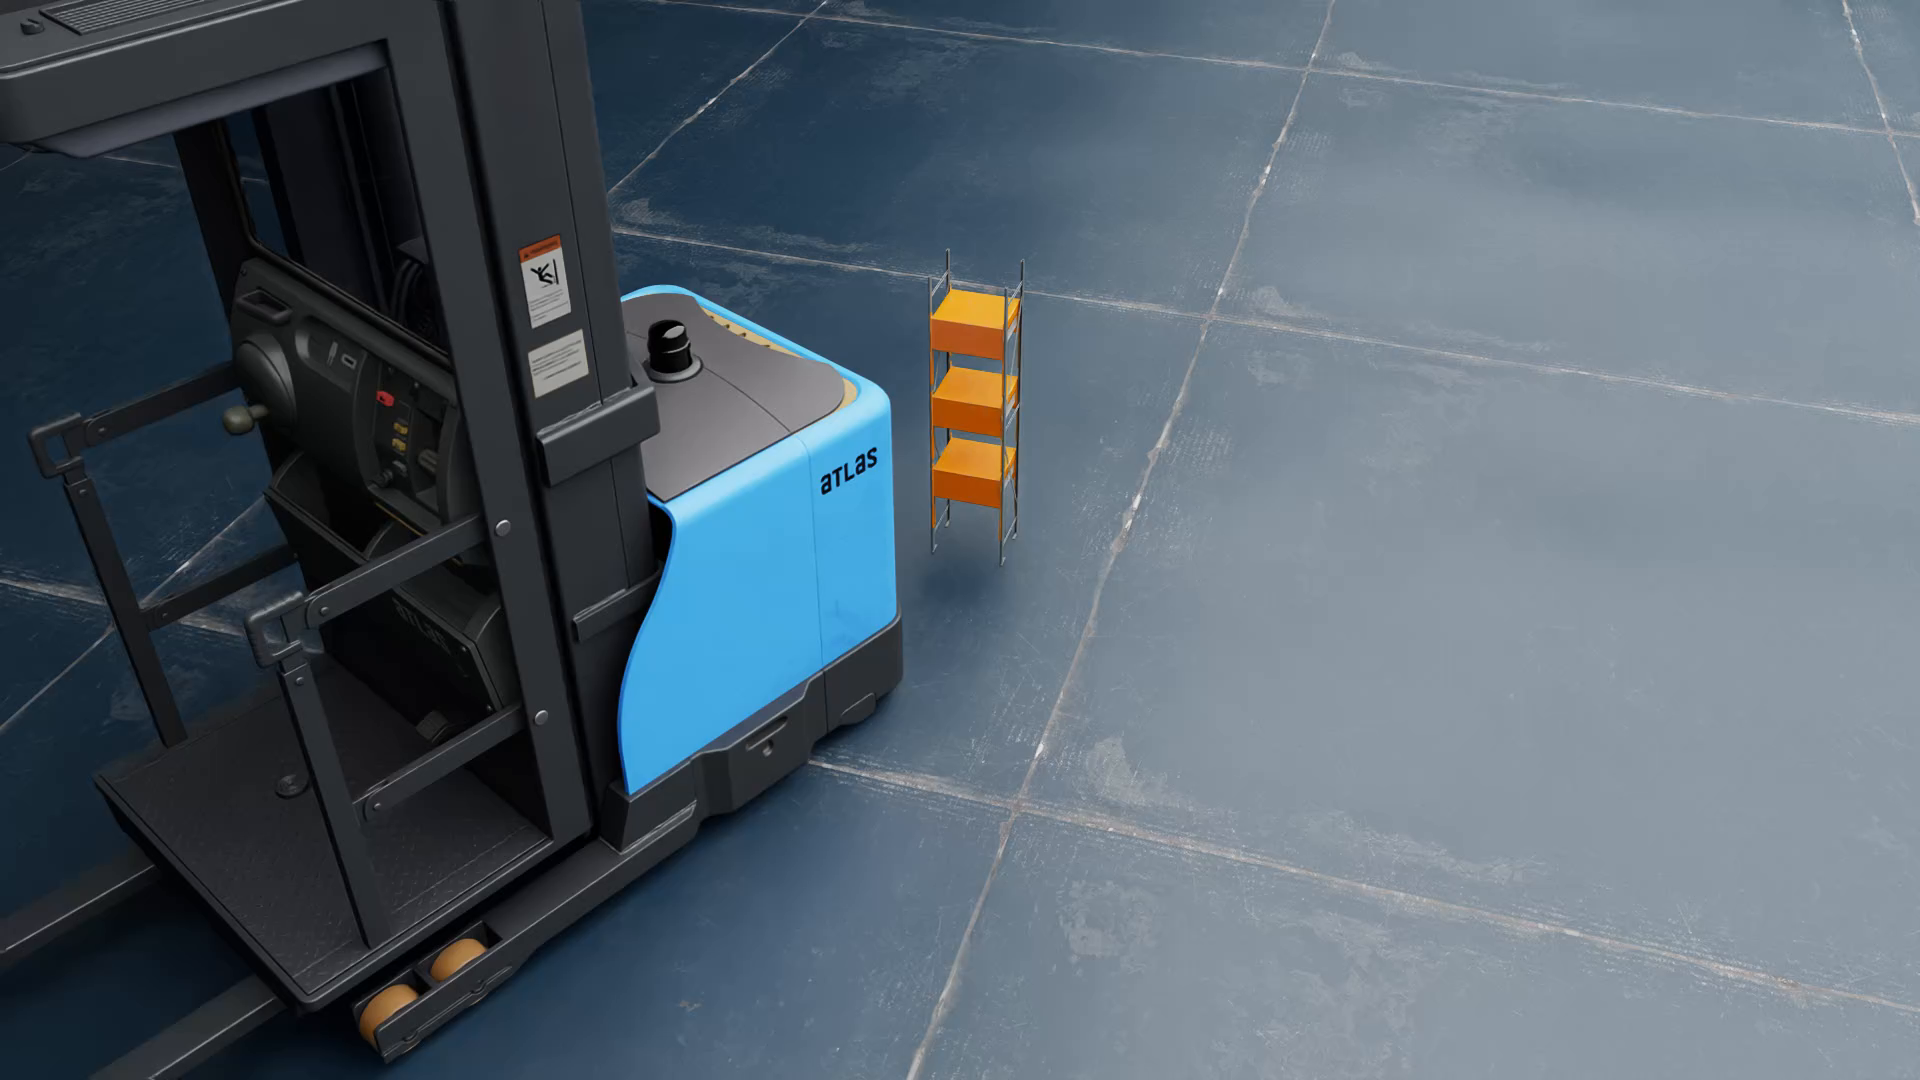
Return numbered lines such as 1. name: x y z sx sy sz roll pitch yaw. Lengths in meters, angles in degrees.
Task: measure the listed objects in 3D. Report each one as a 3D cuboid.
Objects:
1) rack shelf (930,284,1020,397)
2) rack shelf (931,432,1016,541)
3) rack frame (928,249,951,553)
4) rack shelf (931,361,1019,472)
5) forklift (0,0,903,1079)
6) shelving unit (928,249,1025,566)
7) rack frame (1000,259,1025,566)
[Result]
1. rack shelf: 0.051 -0.633 5.264 0.240 0.259 0.215 10 38 14
2. rack shelf: 0.051 -0.181 5.597 0.240 0.259 0.215 10 38 14
3. rack frame: -0.065 -0.435 5.455 0.008 1.050 0.200 10 38 14
4. rack shelf: 0.051 -0.405 5.432 0.240 0.259 0.215 10 38 14
5. forklift: -1.542 -0.273 3.648 1.130 2.935 3.031 29 45 33
6. shelving unit: 0.051 -0.413 5.426 0.252 1.050 0.215 10 38 14
7. rack frame: 0.168 -0.392 5.397 0.008 1.050 0.200 10 38 14
